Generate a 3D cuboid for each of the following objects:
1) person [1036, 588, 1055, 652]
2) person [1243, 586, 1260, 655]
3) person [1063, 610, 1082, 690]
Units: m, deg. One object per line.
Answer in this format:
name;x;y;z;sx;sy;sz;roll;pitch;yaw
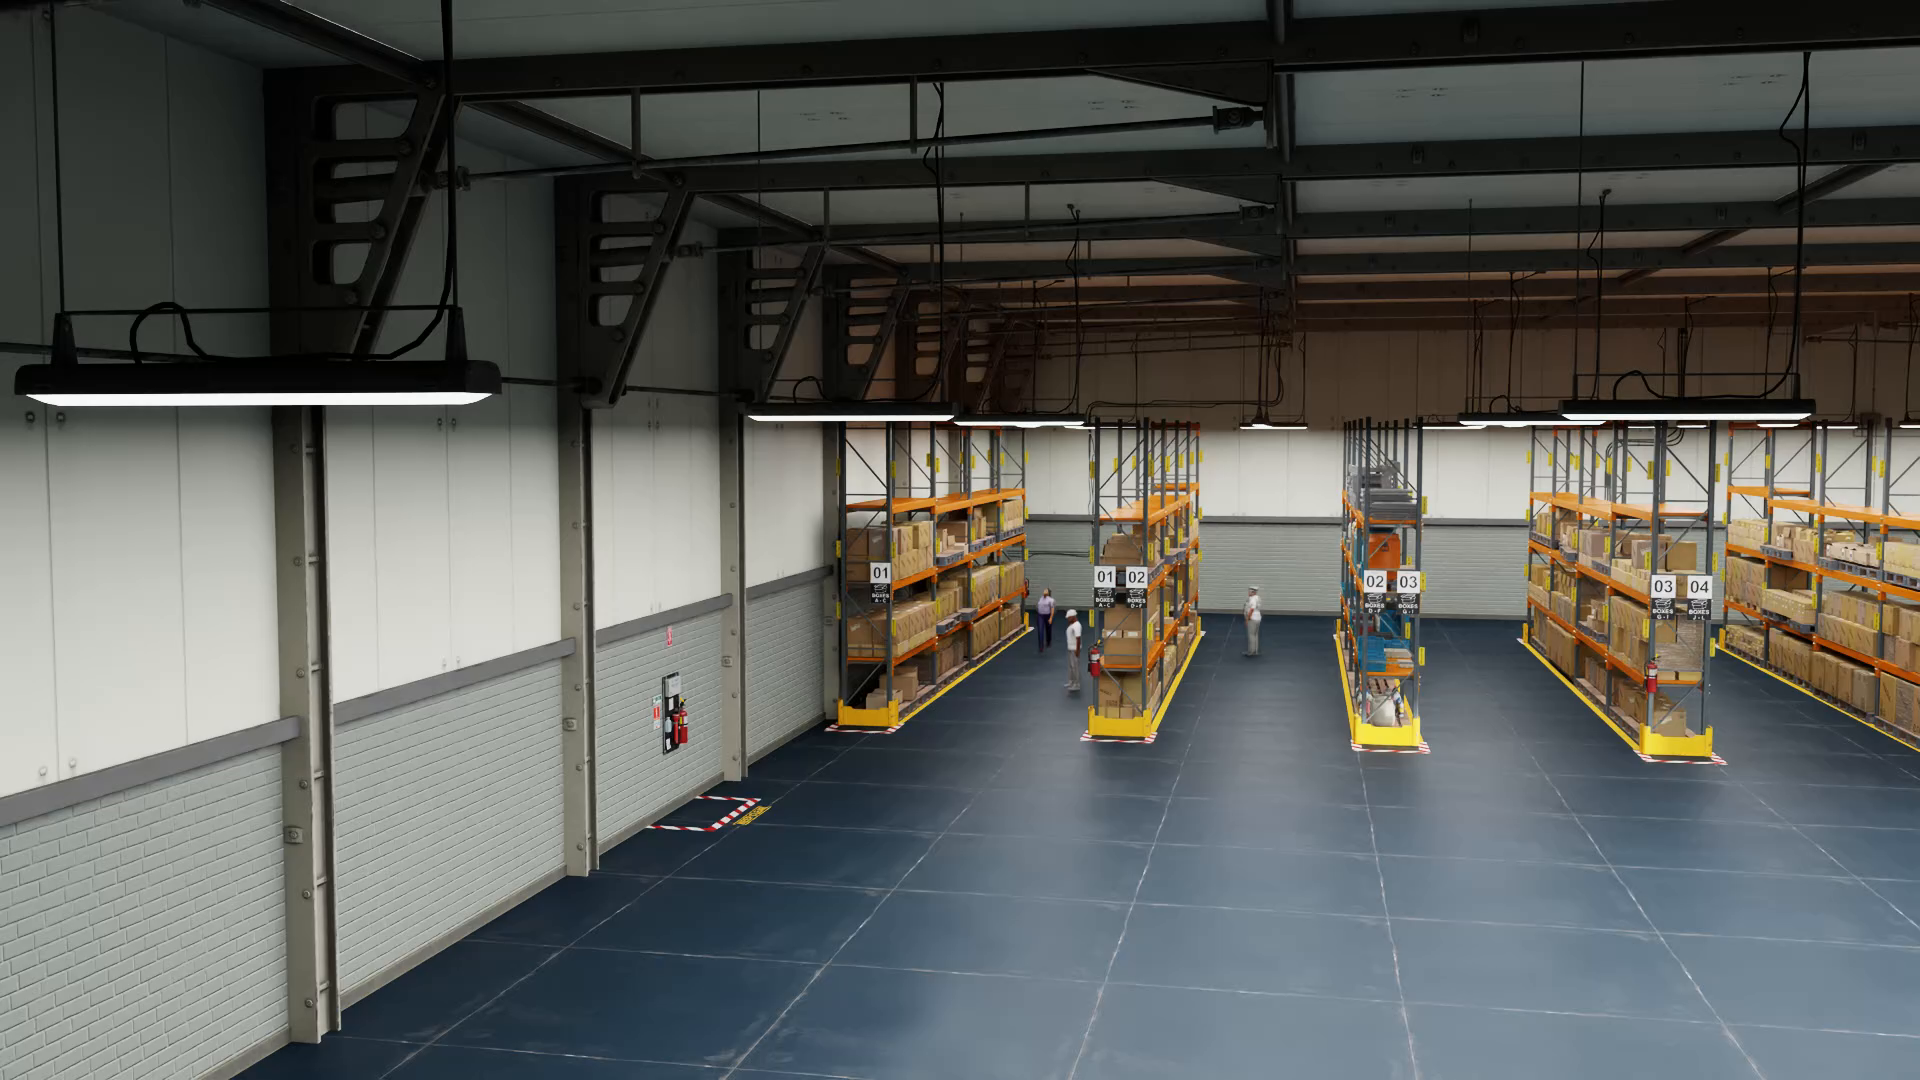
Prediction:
person;2.156;2.004;42.131;0.470;1.578;0.900;0;4;1
person;7.478;2.070;42.646;0.429;1.770;0.549;2;4;26
person;2.516;2.431;37.052;0.407;1.767;0.629;0;4;-5
